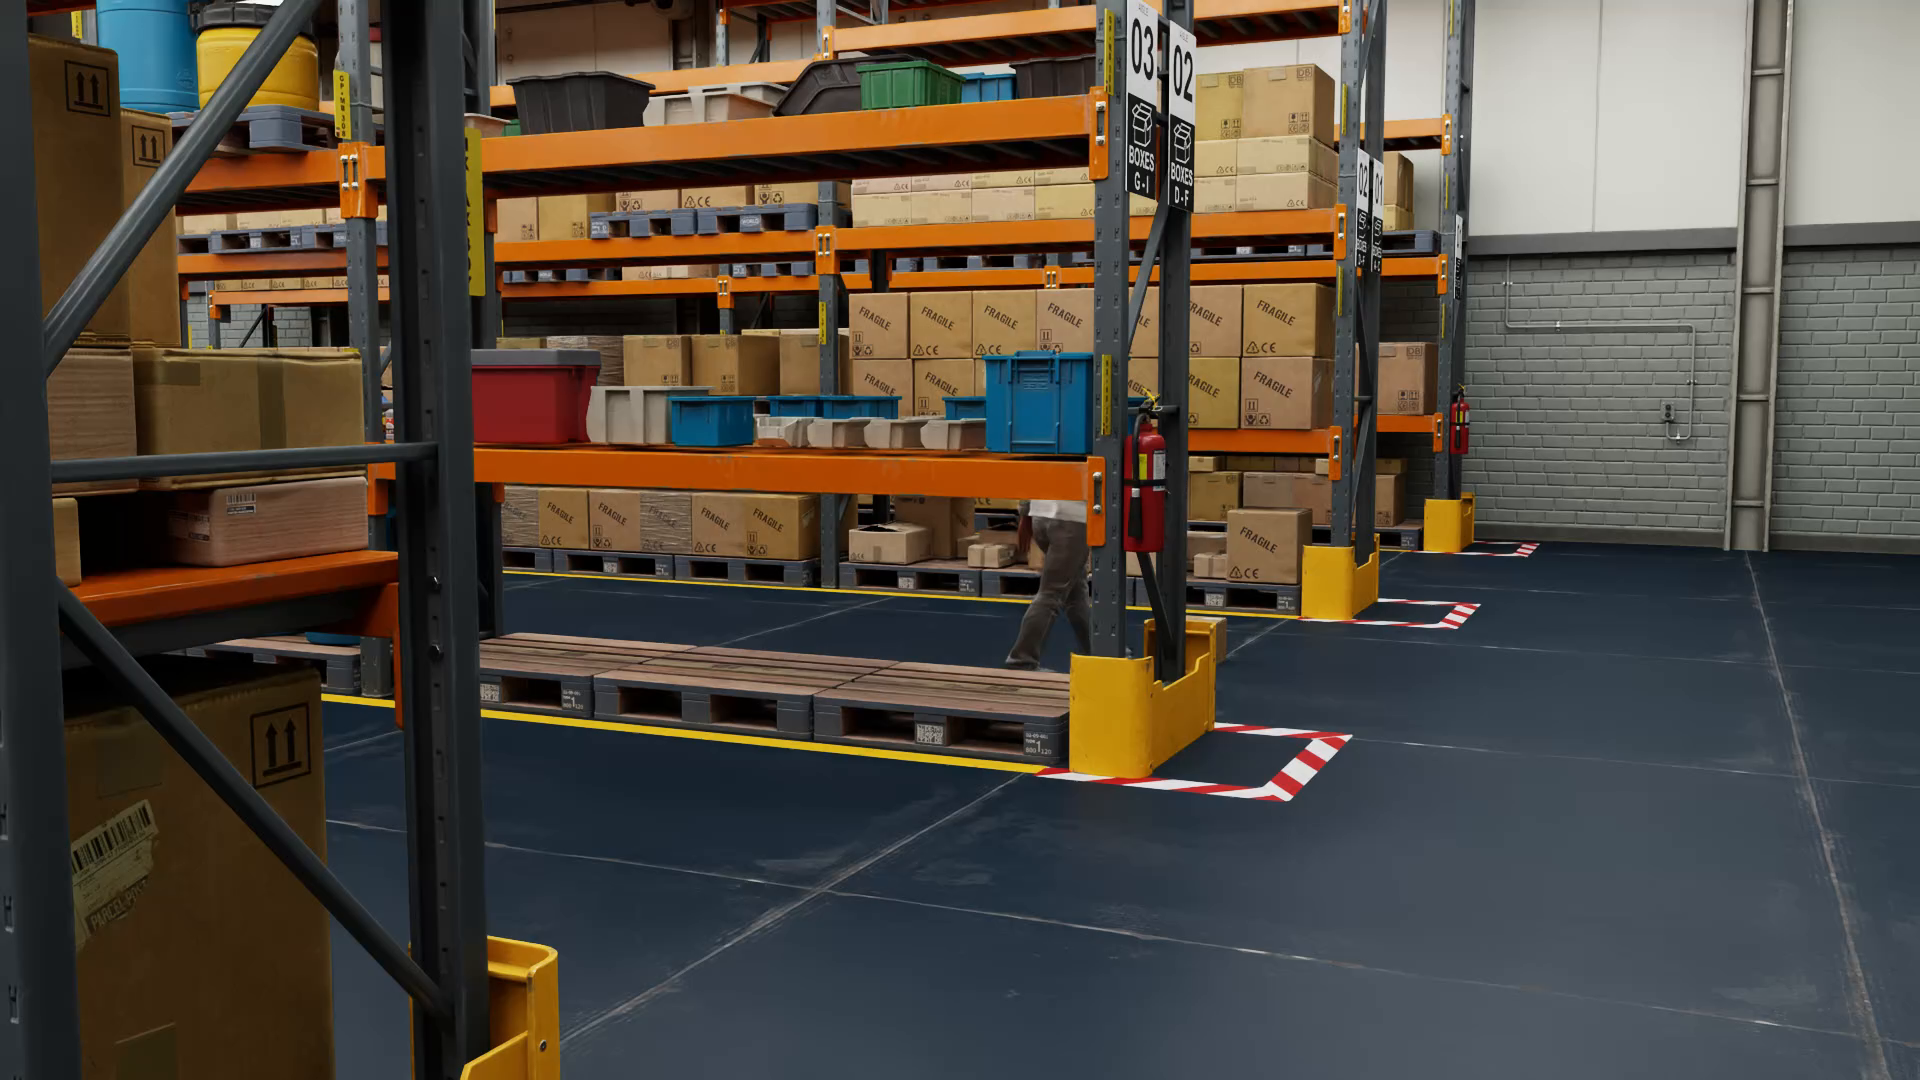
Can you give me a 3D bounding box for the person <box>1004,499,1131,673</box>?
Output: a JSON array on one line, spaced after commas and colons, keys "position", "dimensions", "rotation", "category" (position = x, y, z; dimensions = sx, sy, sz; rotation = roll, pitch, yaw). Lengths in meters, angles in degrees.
[{"position": [0.654, -0.113, 8.965], "dimensions": [0.973, 1.717, 0.559], "rotation": [-3, 6, -32], "category": "person"}]
